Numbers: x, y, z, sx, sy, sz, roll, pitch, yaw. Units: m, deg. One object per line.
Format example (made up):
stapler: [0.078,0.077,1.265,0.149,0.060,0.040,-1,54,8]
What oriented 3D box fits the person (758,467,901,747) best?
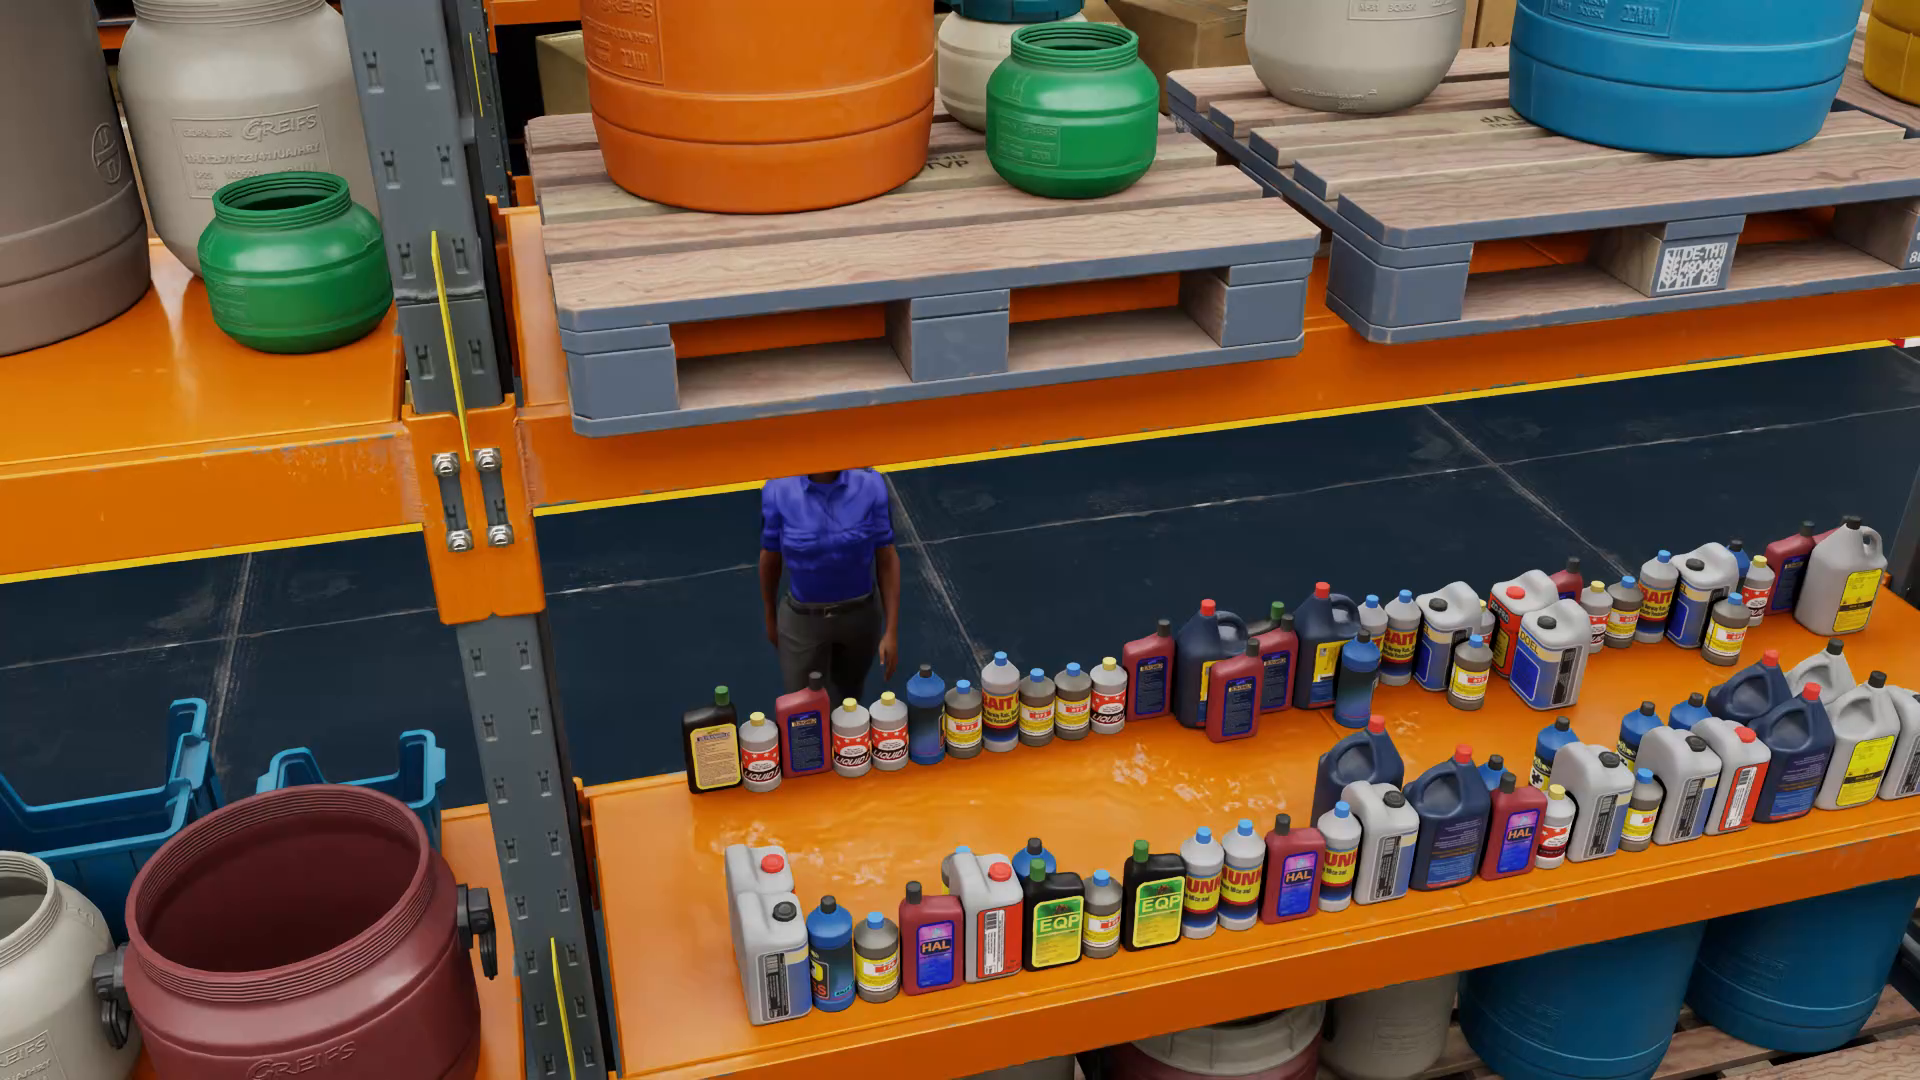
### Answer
person: [-0.402,0.334,5.562,0.451,1.613,0.866,-8,31,-14]
